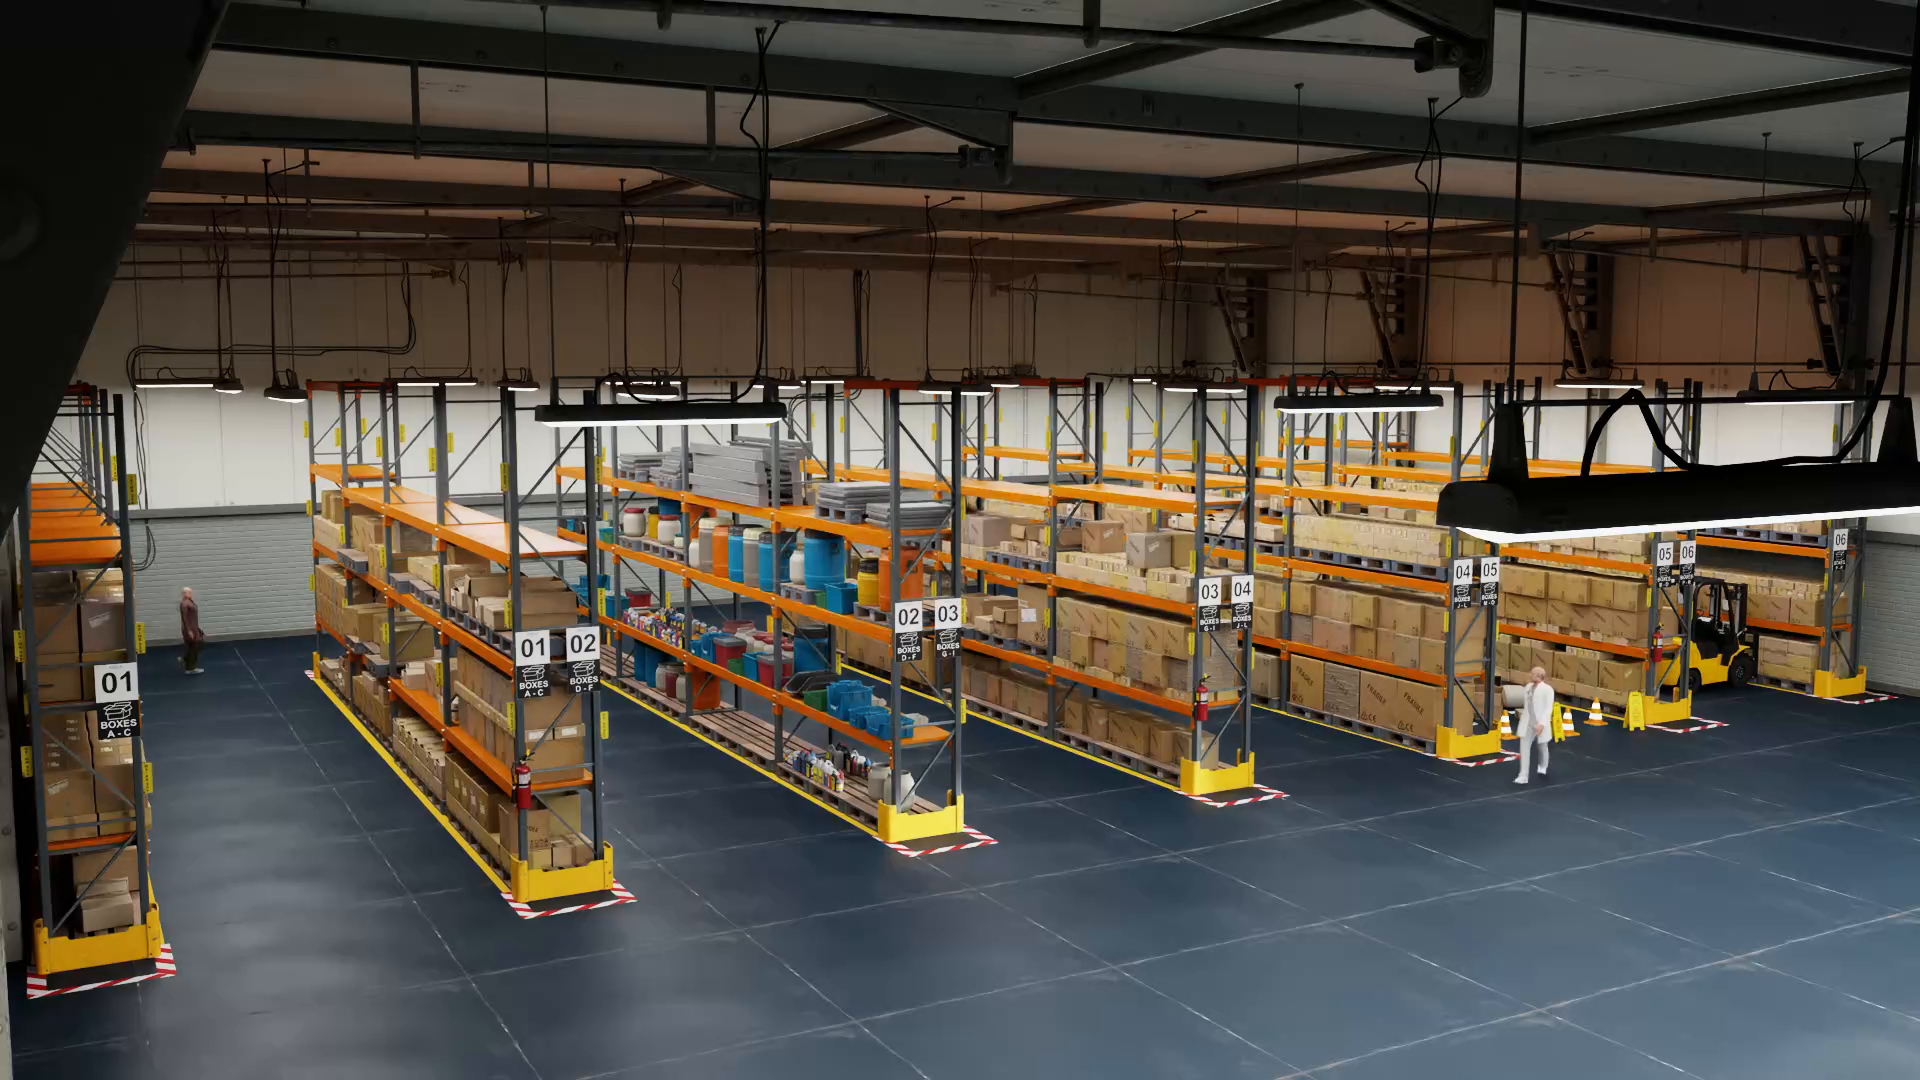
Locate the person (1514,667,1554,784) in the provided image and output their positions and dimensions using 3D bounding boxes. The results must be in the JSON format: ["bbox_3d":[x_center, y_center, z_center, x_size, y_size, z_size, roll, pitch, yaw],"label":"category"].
[{"bbox_3d":[8.709,2.784,25.181,0.519,1.742,1.106,3,7,26],"label":"person"}]

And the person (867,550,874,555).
[{"bbox_3d":[-2.176,1.077,41.838,0.800,1.635,0.556,0,6,2],"label":"person"}]

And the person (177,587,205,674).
[{"bbox_3d":[-15.650,1.833,33.829,0.515,1.763,0.598,-2,7,-22],"label":"person"}]
